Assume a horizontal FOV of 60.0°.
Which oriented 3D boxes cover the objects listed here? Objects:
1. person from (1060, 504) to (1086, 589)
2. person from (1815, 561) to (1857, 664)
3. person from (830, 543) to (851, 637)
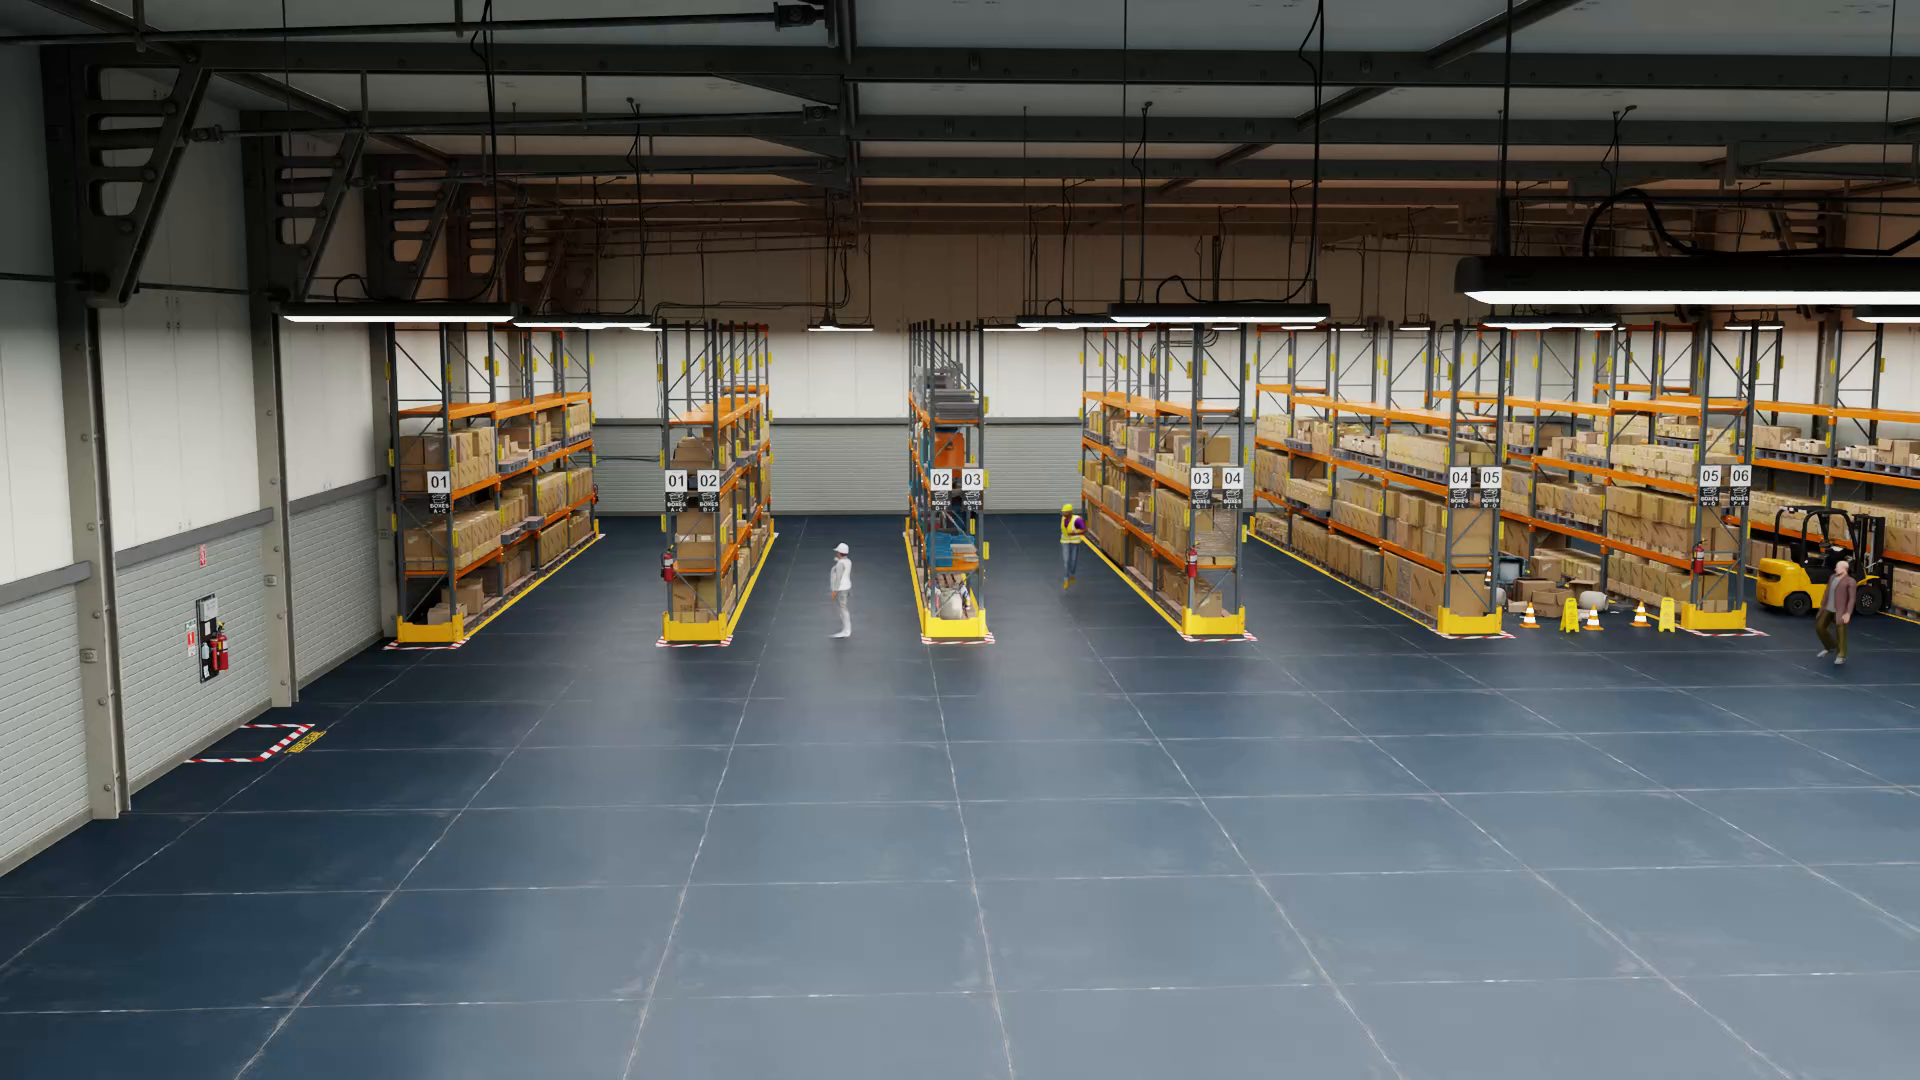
[{"bbox_3d":[2.442,0.114,36.084,0.565,1.818,0.807,0,7,0],"label":"person"},{"bbox_3d":[15.344,1.242,29.111,0.551,1.781,0.654,-4,8,-31],"label":"person"},{"bbox_3d":[-2.261,0.958,31.551,0.388,1.796,0.582,1,7,8],"label":"person"}]
